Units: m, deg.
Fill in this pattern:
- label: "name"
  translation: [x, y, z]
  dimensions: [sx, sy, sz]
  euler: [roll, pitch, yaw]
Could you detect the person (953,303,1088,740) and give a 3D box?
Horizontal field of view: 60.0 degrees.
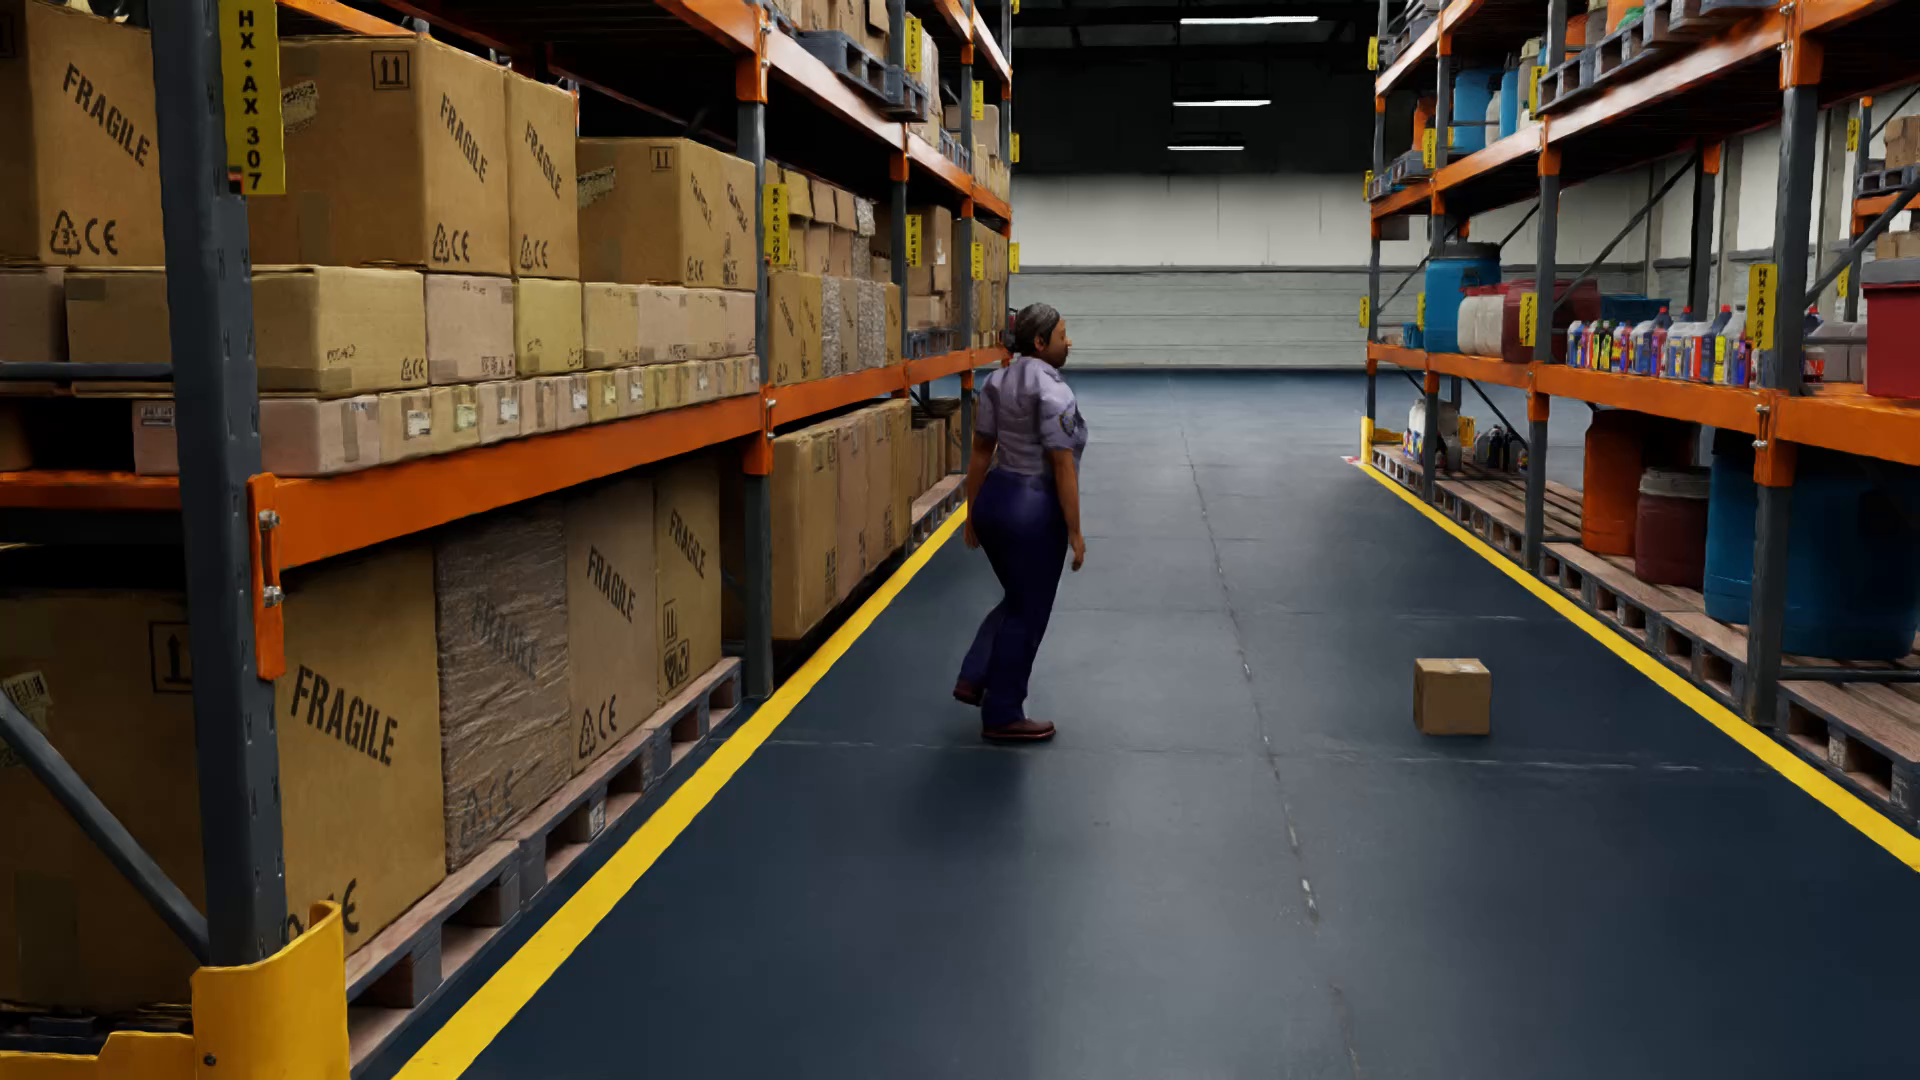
- label: "person"
  translation: [0.232, -0.068, 6.283]
  dimensions: [0.424, 1.640, 0.621]
  euler: [-5, 9, -32]
